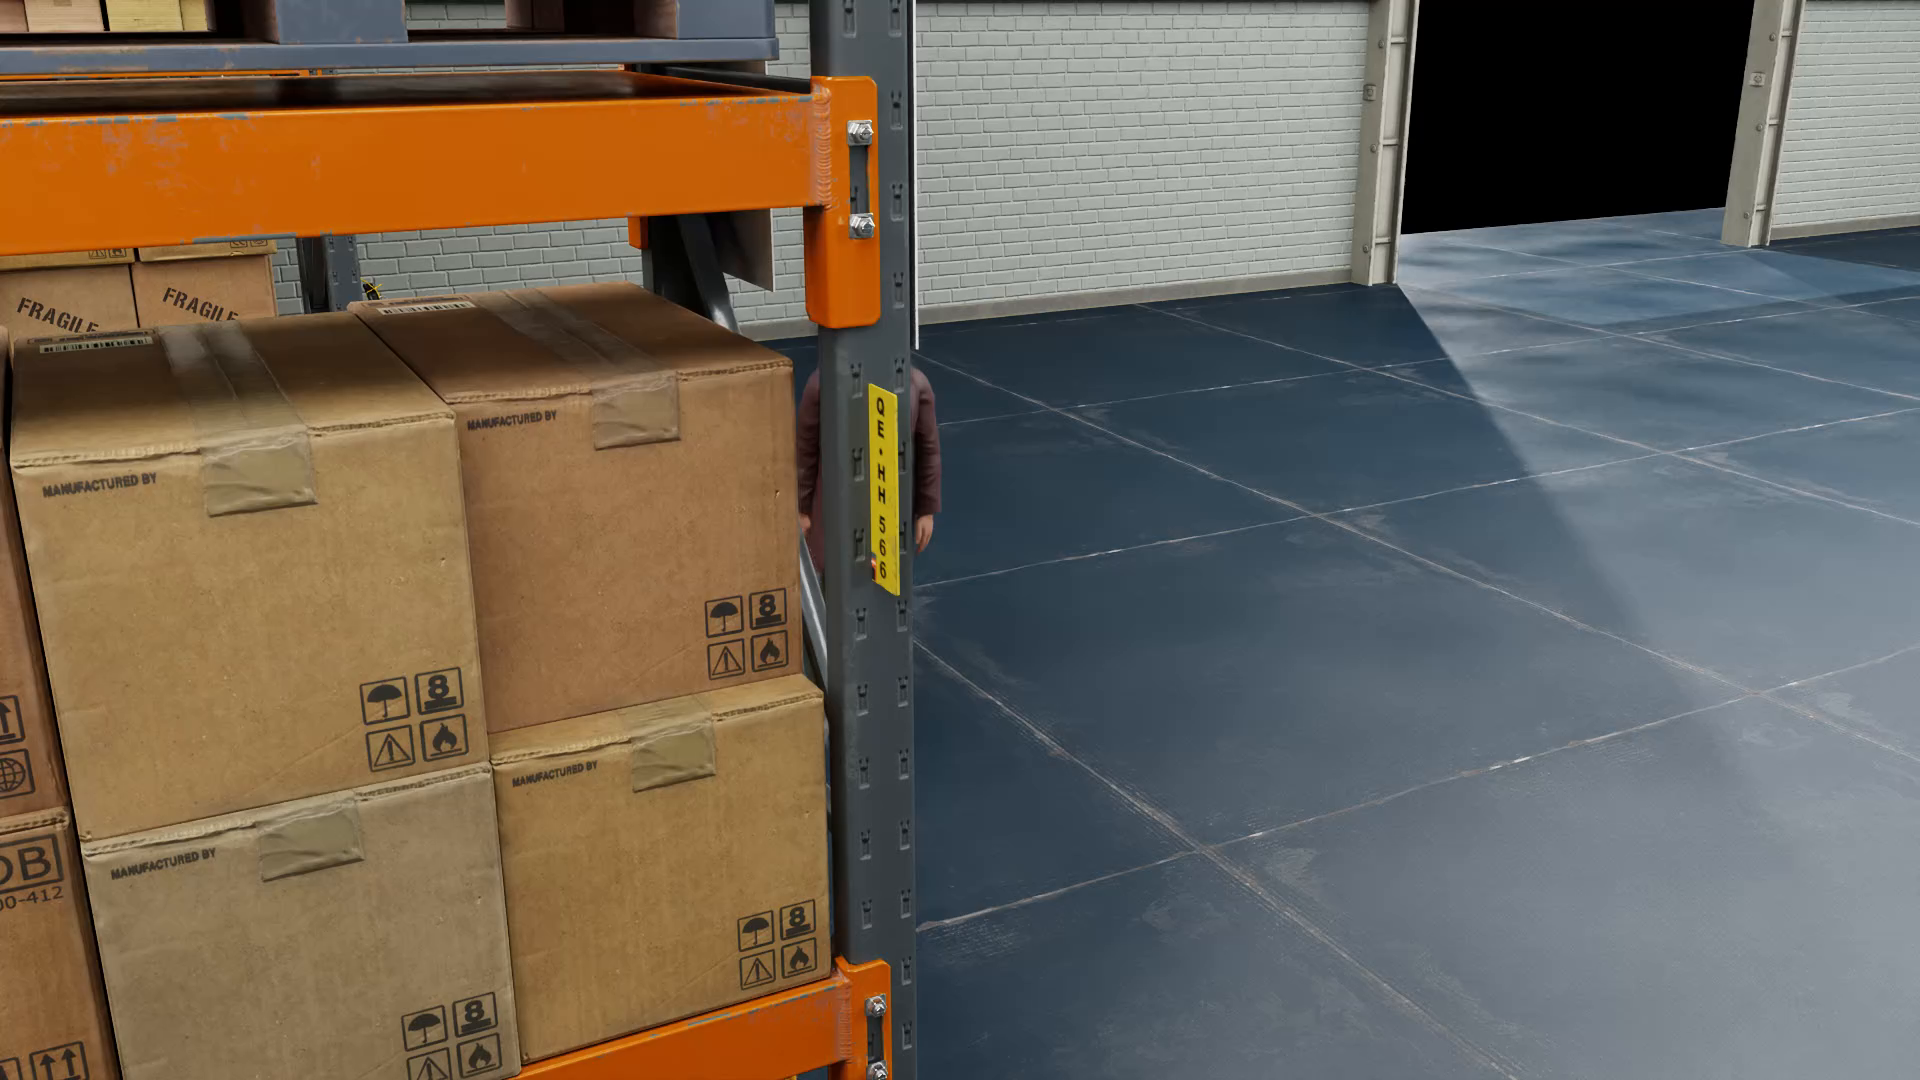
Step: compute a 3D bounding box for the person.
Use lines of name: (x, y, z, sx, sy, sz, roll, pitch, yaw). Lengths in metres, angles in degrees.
person: (-0.415, -0.080, 6.862, 0.672, 1.820, 0.676, -6, 19, -18)
